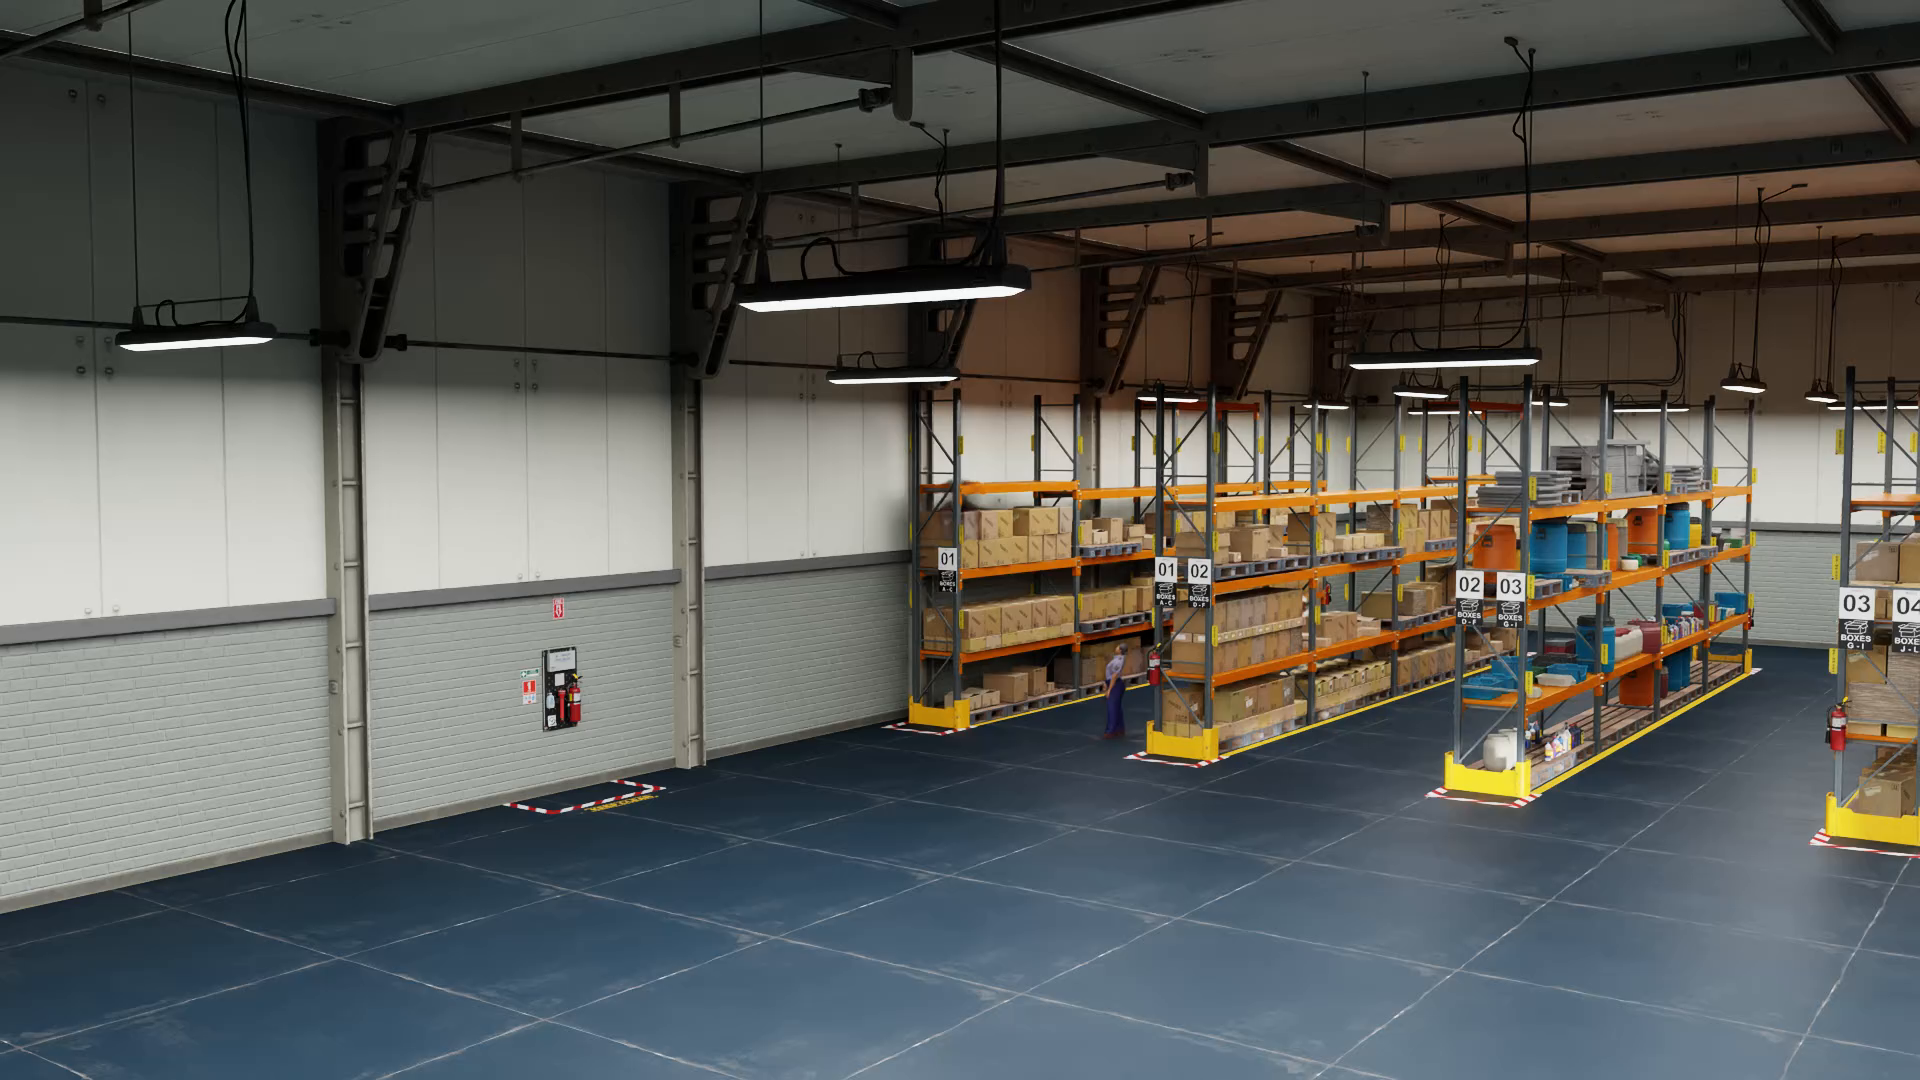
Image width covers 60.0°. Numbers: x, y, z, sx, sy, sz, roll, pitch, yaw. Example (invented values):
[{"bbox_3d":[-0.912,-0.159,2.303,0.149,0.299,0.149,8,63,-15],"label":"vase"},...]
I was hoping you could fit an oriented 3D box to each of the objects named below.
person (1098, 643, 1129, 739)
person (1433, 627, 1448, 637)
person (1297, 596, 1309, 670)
[{"bbox_3d":[2.611,2.586,28.530,0.536,1.646,0.525,0,3,-5],"label":"person"},{"bbox_3d":[12.215,1.785,42.241,0.492,1.759,0.364,1,3,16],"label":"person"},{"bbox_3d":[7.310,2.073,35.680,0.624,1.718,1.061,2,4,35],"label":"person"}]
